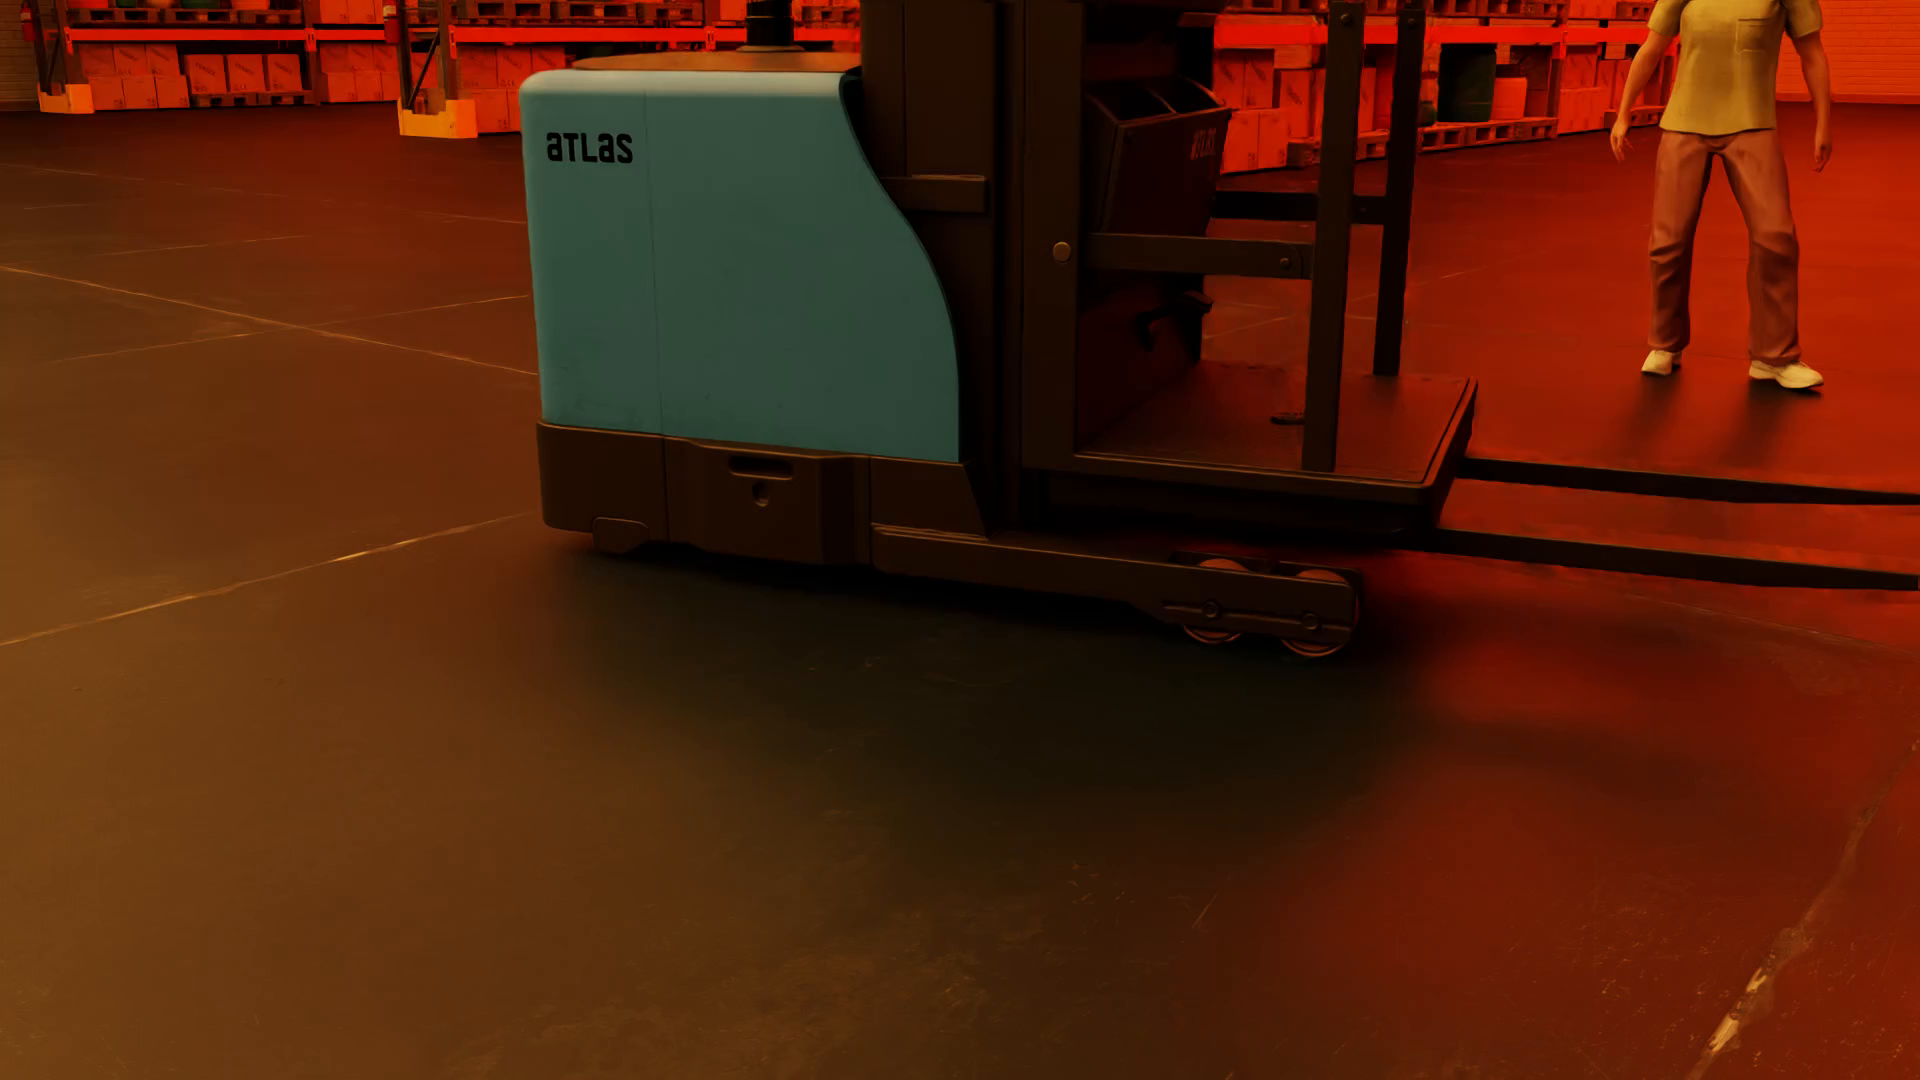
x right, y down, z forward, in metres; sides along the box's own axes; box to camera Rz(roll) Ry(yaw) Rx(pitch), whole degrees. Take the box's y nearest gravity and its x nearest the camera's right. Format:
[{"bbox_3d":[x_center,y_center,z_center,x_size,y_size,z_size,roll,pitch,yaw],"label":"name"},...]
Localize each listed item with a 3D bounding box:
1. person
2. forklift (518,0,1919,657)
[{"bbox_3d":[2.611,-1.366,5.632,0.791,1.645,0.376,9,19,27],"label":"person"},{"bbox_3d":[0.604,-1.351,3.348,3.031,2.935,1.130,6,18,20],"label":"forklift"}]
